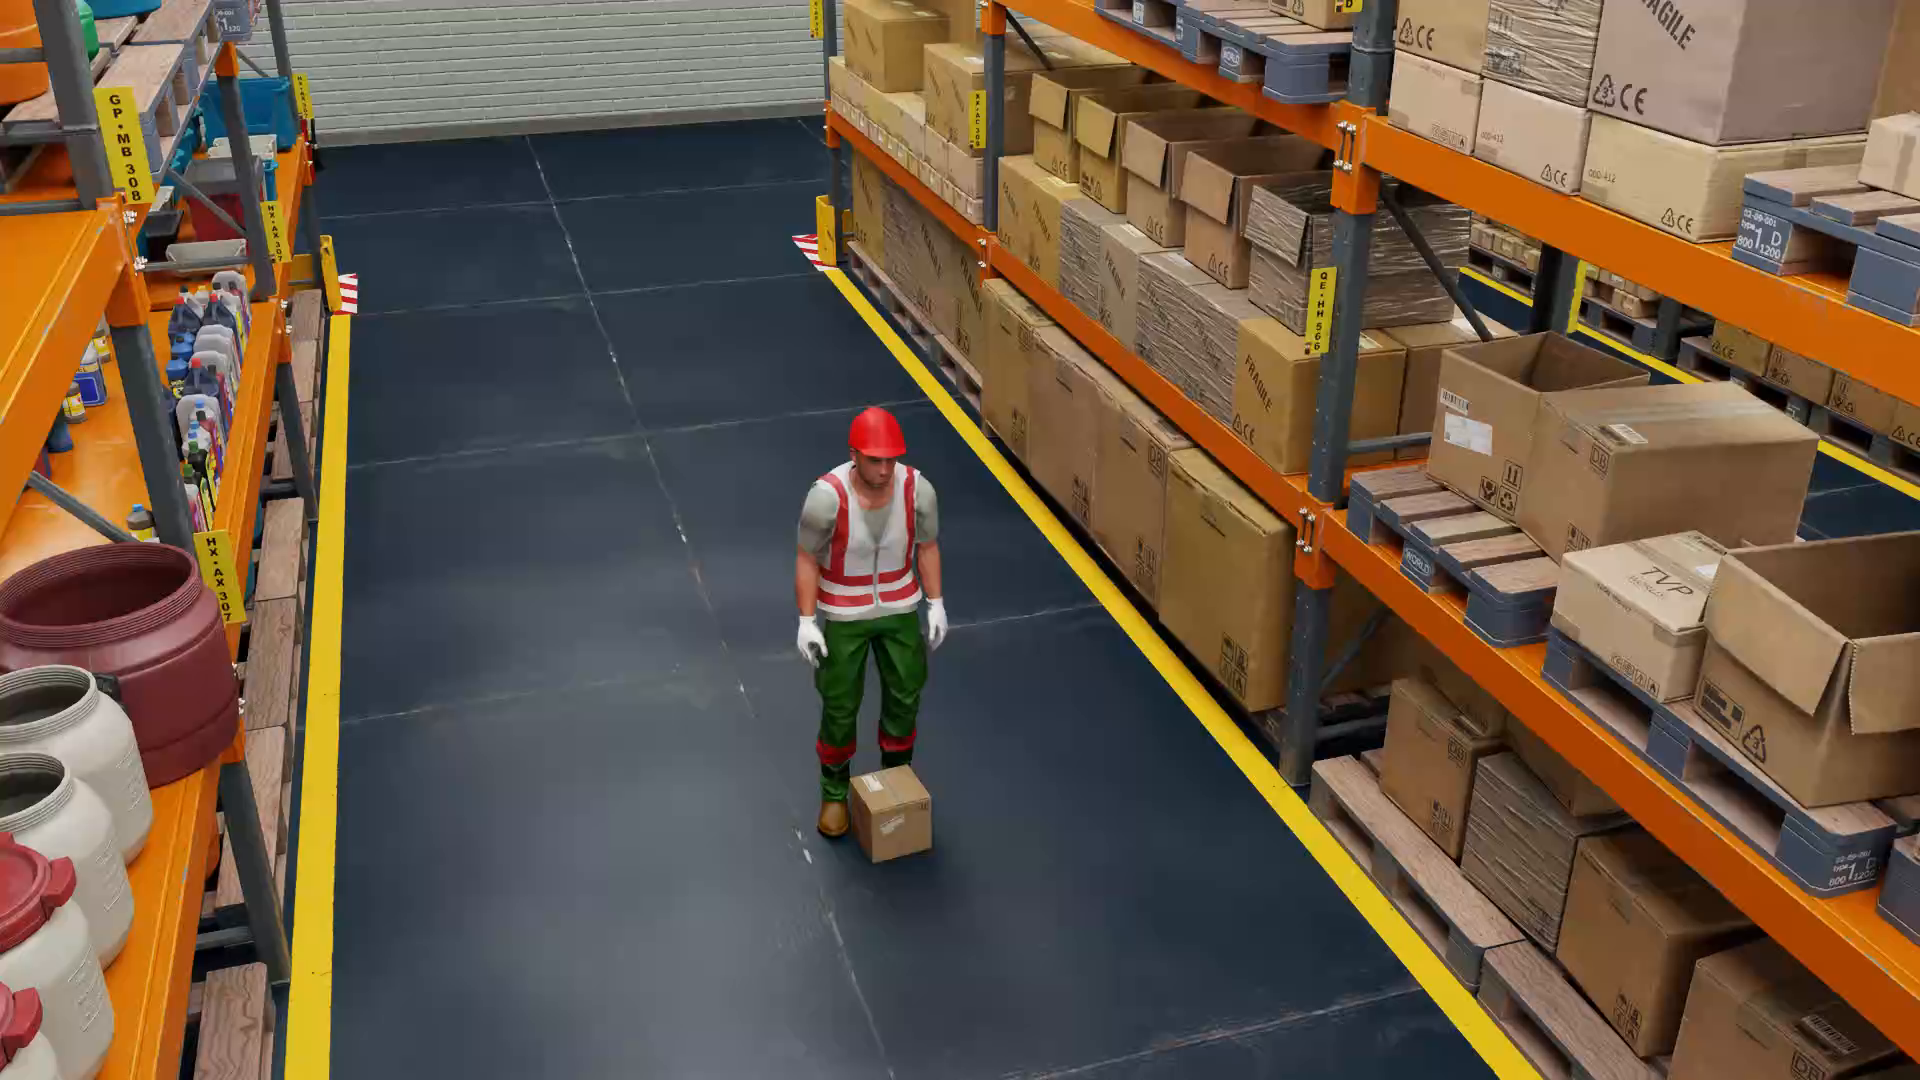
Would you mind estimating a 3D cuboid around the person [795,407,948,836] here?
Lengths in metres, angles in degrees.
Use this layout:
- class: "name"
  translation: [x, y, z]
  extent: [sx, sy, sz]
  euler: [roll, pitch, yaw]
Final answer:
- class: "person"
  translation: [-0.343, 0.306, 6.474]
  extent: [0.608, 1.777, 0.448]
  euler: [-8, 27, -16]
